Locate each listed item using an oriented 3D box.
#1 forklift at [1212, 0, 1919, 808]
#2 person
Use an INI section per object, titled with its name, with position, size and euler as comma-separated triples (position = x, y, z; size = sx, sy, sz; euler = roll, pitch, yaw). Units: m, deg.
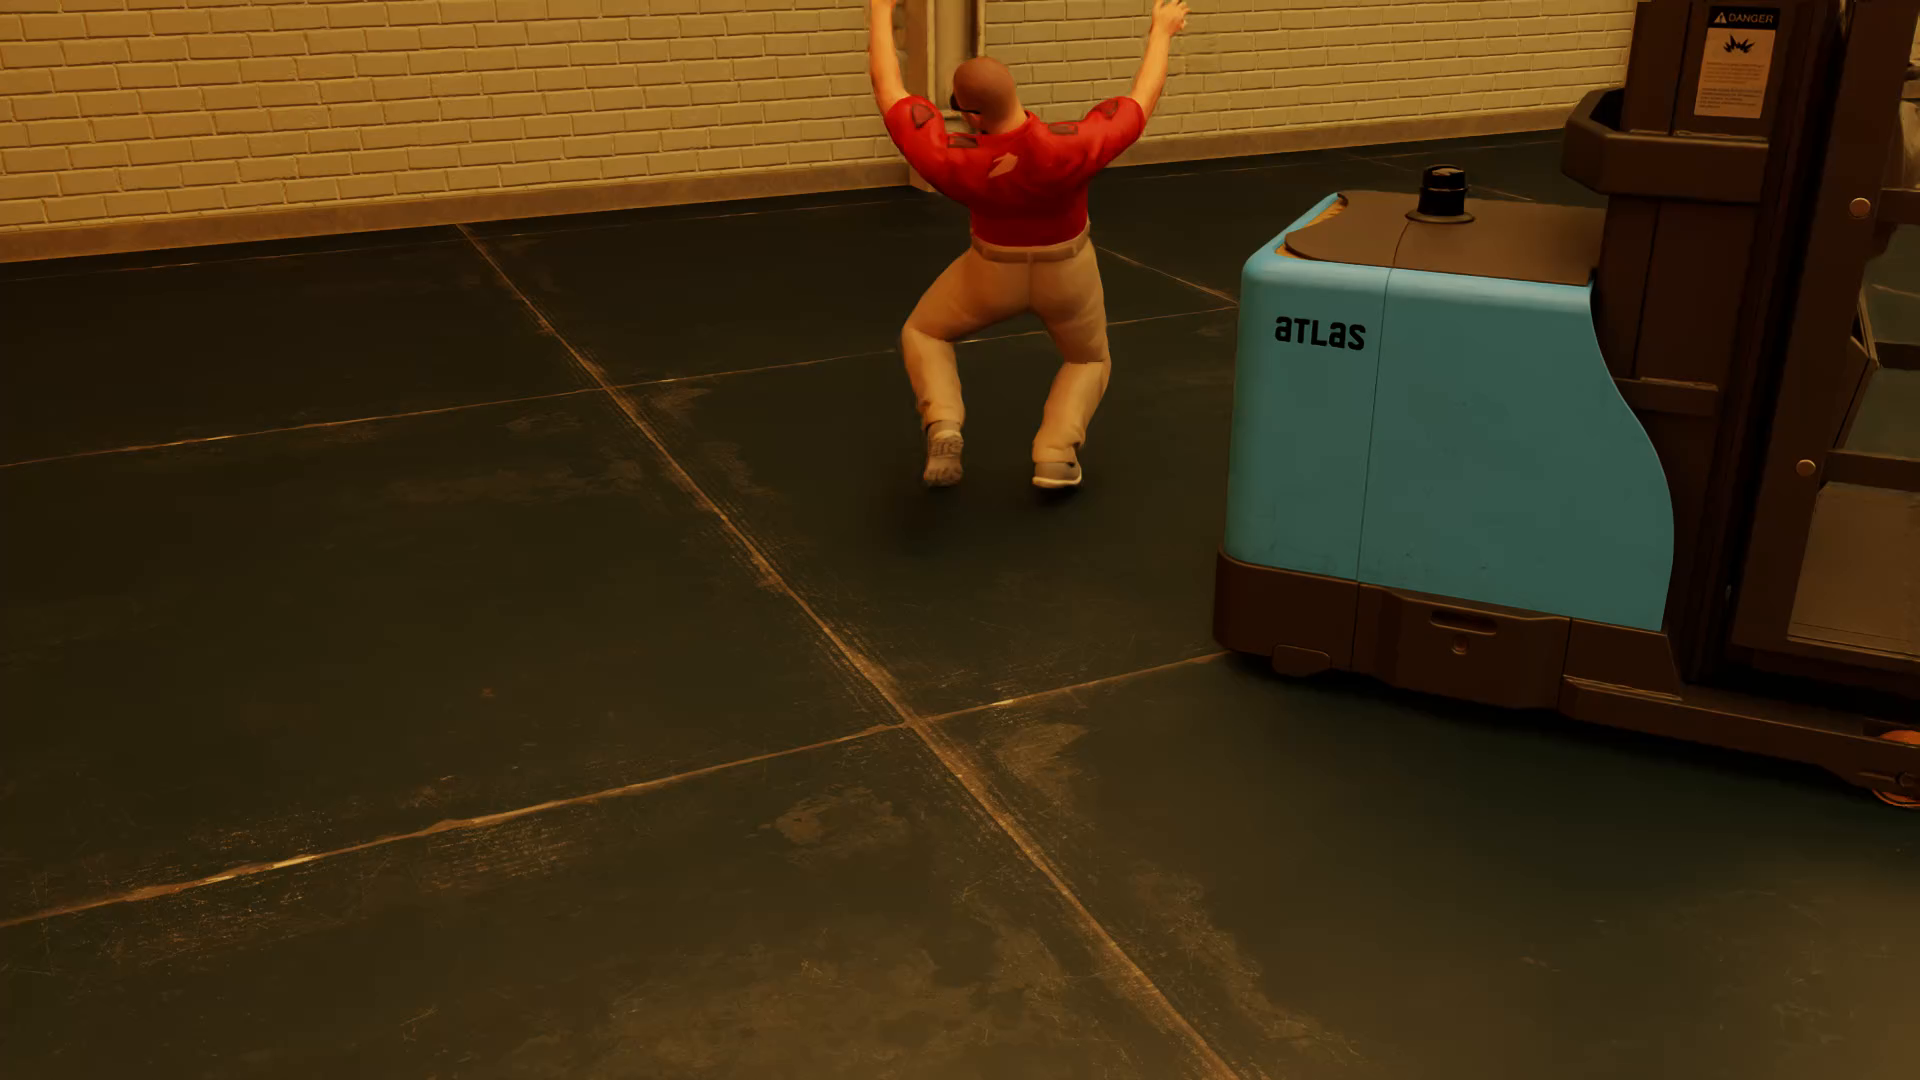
[forklift]
position = 2.219, -0.963, 3.605
size = 3.031, 2.935, 1.130
euler = 10, 24, 22
[person]
position = 0.212, -0.921, 5.195
size = 0.998, 1.660, 0.726
euler = 1, 23, 1
